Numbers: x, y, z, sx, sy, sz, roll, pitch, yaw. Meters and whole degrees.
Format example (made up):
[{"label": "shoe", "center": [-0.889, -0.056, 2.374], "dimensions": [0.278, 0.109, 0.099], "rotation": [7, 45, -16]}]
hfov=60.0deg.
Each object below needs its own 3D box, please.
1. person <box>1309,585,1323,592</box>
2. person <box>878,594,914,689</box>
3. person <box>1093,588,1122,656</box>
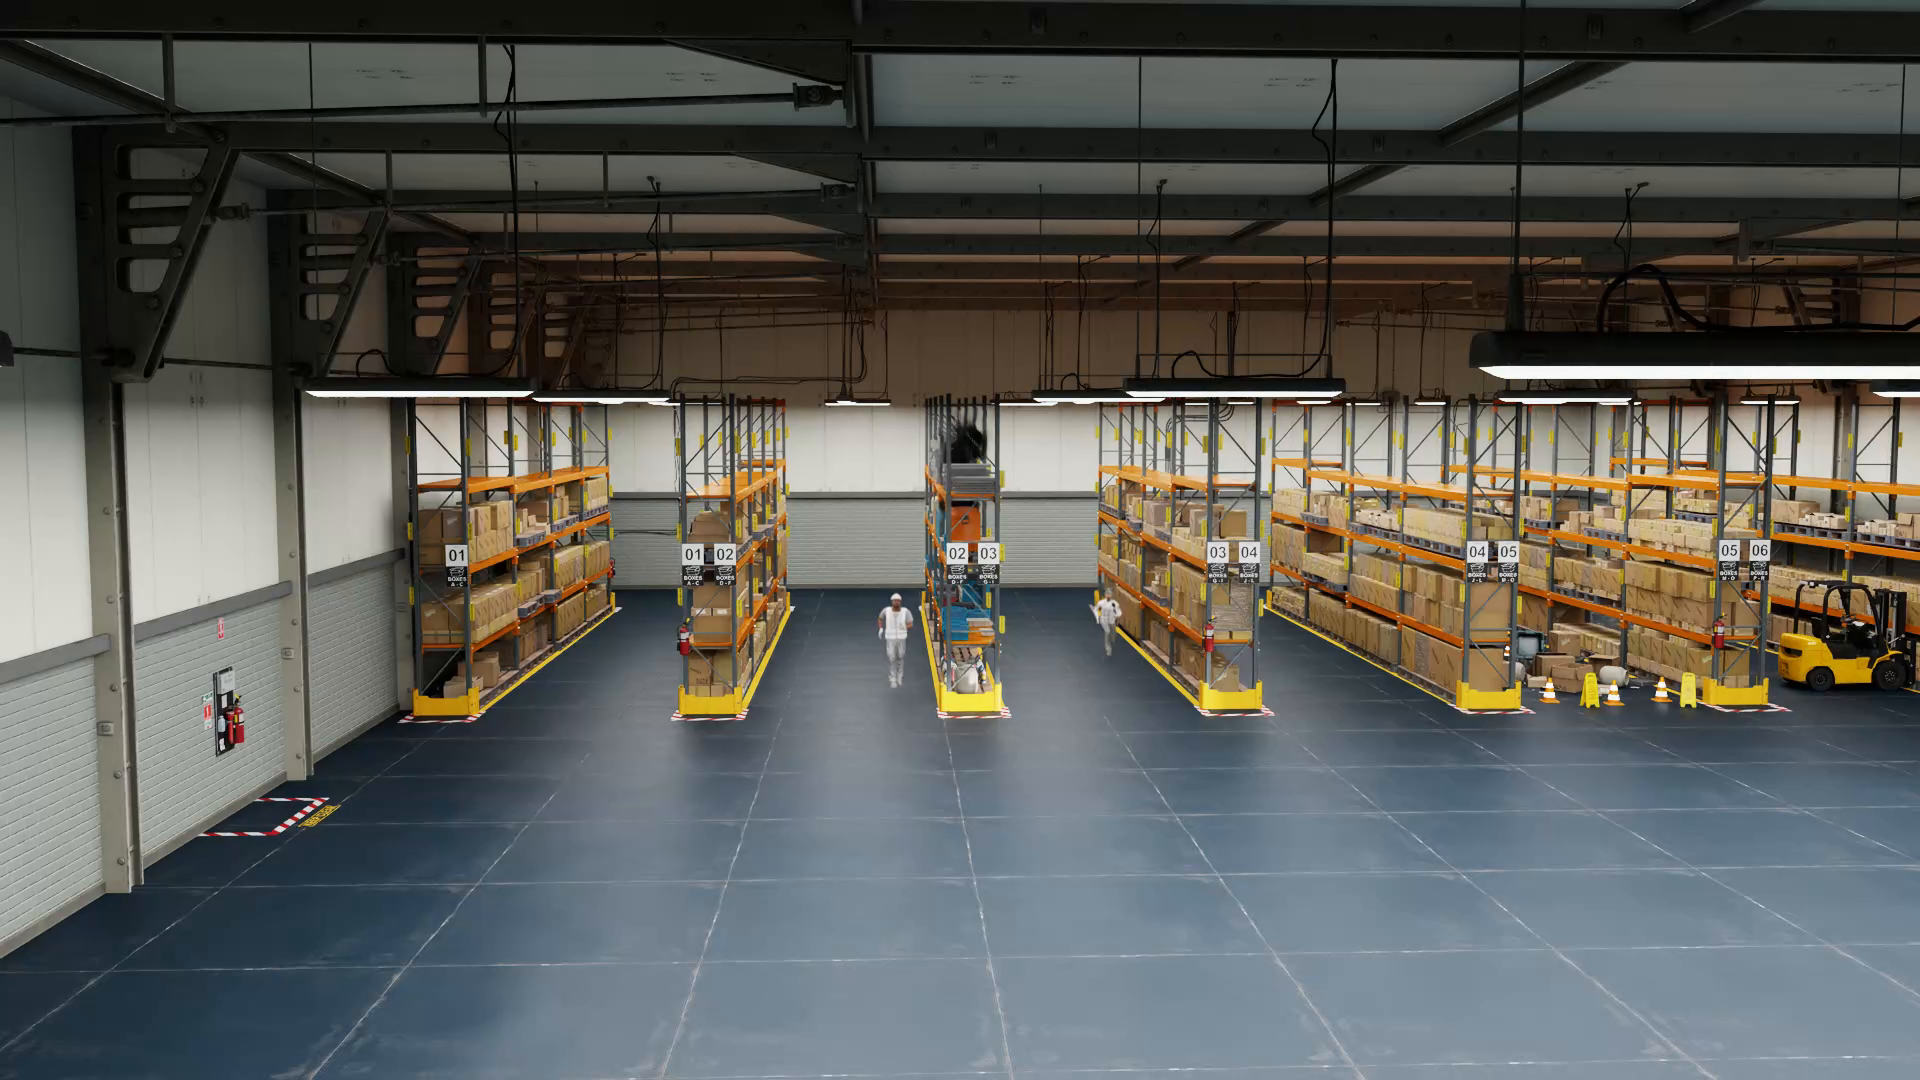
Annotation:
[{"label": "person", "center": [10.493, 1.033, 49.055], "dimensions": [0.616, 1.630, 0.555], "rotation": [0, 5, -3]}, {"label": "person", "center": [-1.245, 1.962, 32.495], "dimensions": [0.685, 1.840, 0.860], "rotation": [0, 5, -6]}, {"label": "person", "center": [3.350, 1.869, 37.665], "dimensions": [0.624, 1.591, 0.903], "rotation": [0, 5, -4]}]
